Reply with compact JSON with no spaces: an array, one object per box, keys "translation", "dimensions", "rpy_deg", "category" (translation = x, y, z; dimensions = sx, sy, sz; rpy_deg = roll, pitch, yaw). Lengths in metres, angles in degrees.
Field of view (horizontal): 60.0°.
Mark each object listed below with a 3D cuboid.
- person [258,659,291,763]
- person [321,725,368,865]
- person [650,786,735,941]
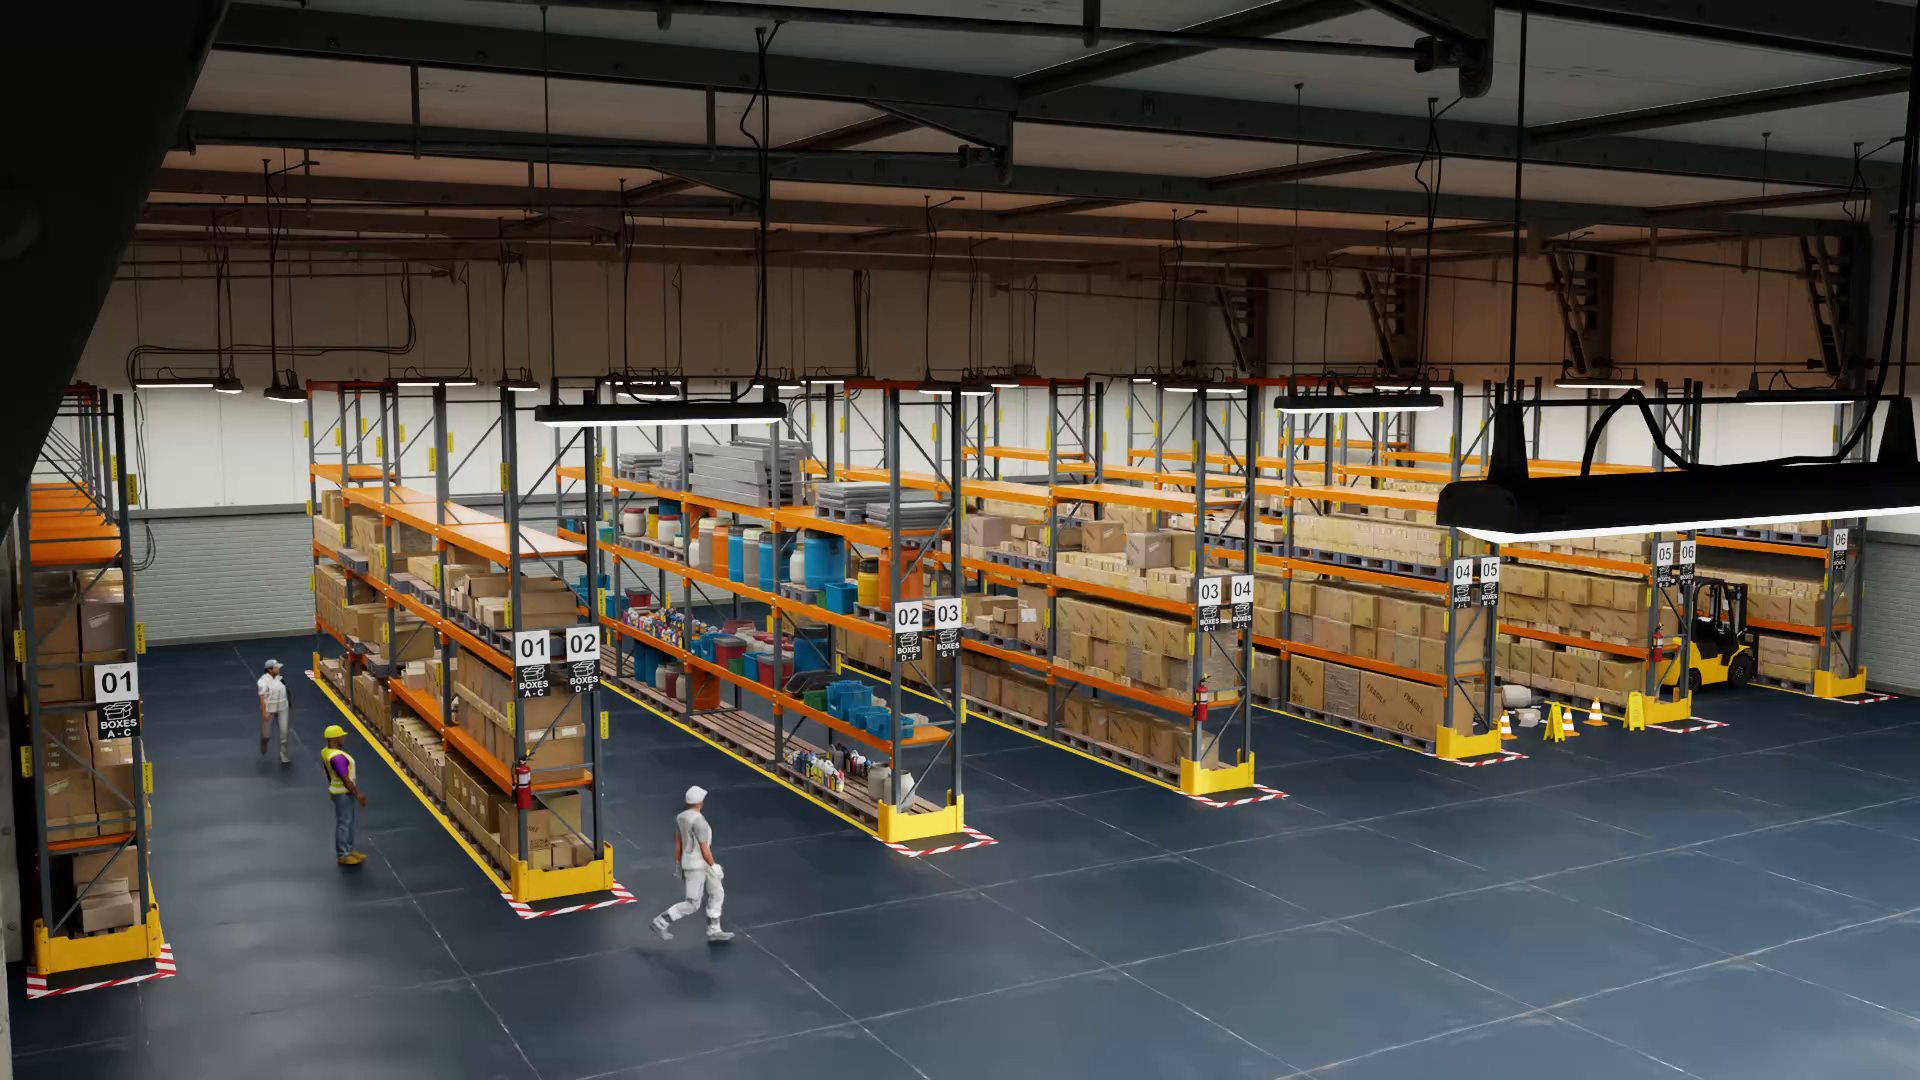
[{"translation":[-10.898,2.698,26.437],"dimensions":[0.487,1.632,0.665],"rpy_deg":[-4,7,-31],"category":"person"},{"translation":[-7.792,3.226,21.103],"dimensions":[0.595,1.793,0.654],"rpy_deg":[-1,6,-10],"category":"person"},{"translation":[-2.921,3.536,18.082],"dimensions":[0.902,1.743,0.471],"rpy_deg":[0,6,-2],"category":"person"}]
